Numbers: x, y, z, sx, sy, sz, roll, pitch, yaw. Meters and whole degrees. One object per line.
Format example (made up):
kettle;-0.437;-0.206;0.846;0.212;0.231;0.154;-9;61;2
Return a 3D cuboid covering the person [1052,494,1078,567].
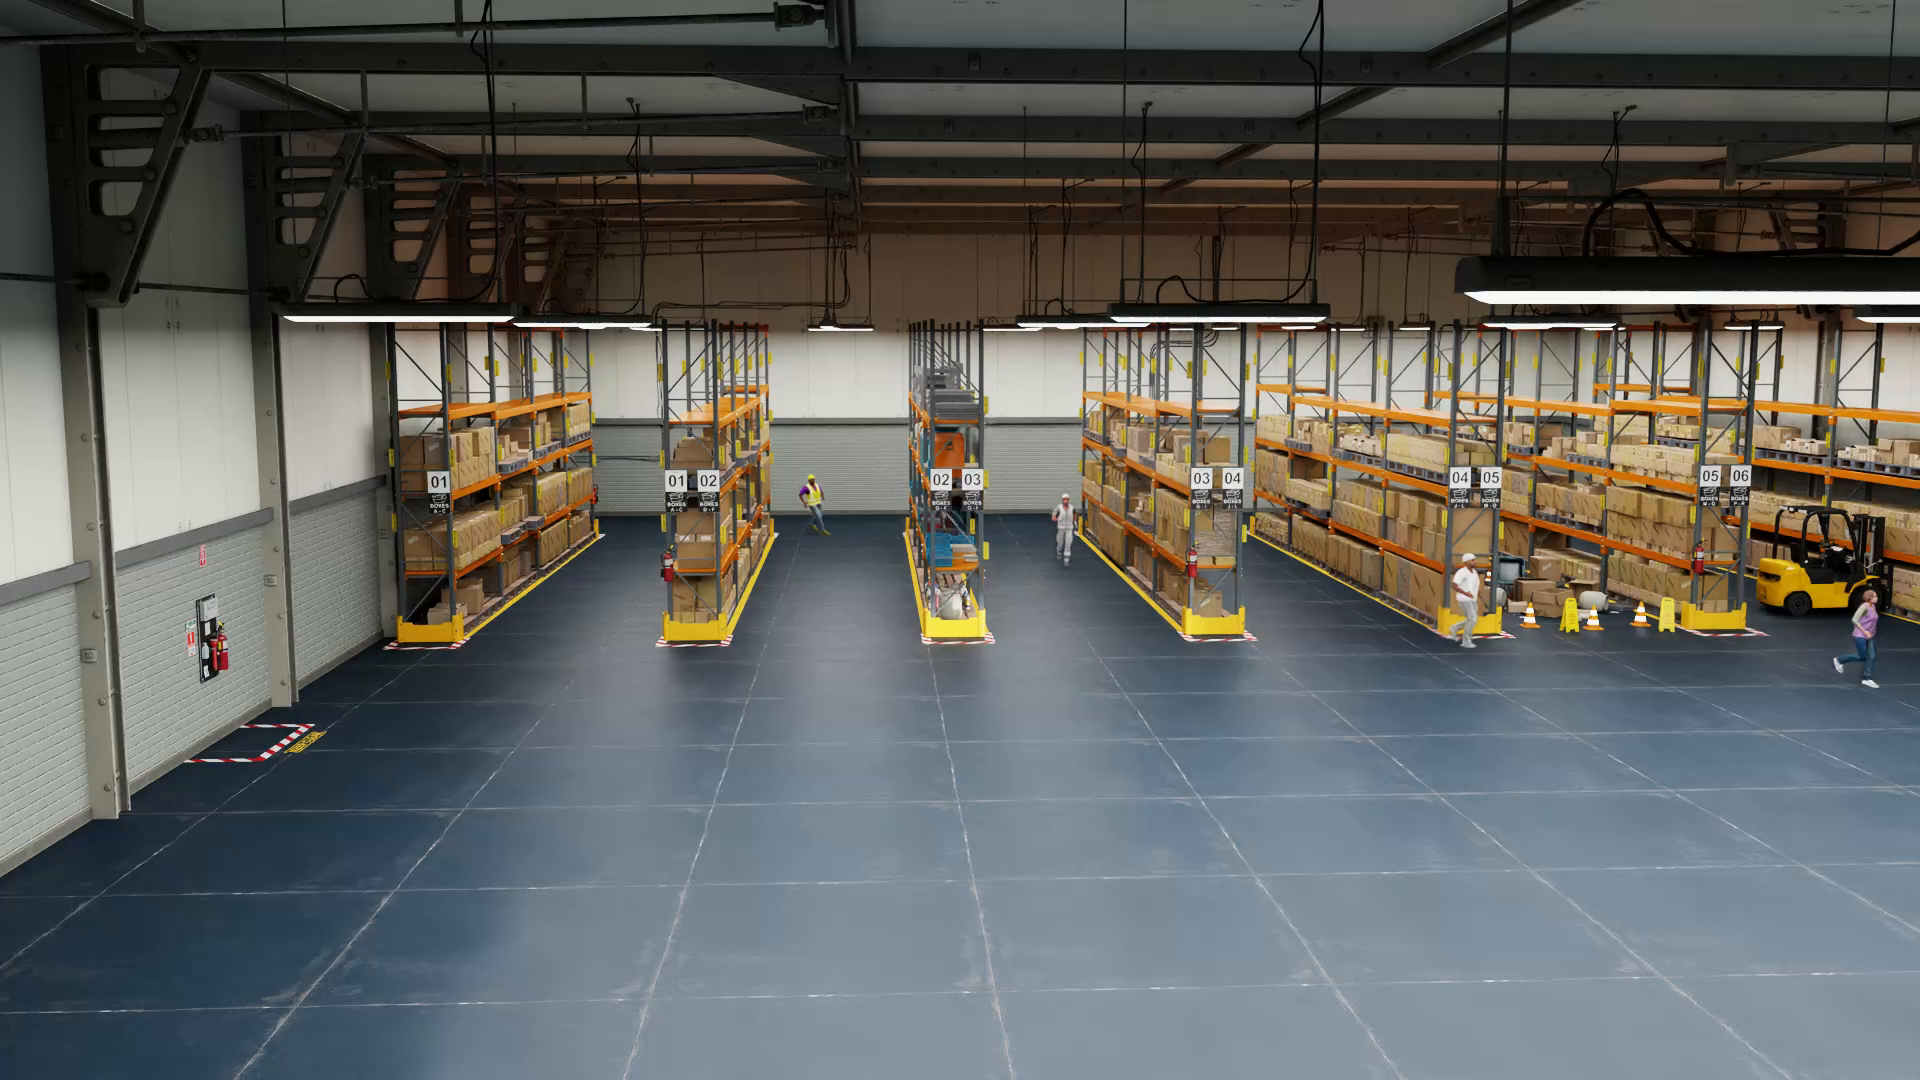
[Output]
person;2.595;-0.265;41.225;0.668;1.770;0.908;-1;7;-5

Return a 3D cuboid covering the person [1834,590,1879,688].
person;14.794;1.593;27.321;0.566;1.582;0.747;-5;9;-37

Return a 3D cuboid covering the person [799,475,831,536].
person;-4.157;-1.008;47.457;0.763;1.725;0.962;-7;10;-44

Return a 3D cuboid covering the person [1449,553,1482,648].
person;9.326;1.105;30.686;0.634;1.740;0.732;7;10;43
